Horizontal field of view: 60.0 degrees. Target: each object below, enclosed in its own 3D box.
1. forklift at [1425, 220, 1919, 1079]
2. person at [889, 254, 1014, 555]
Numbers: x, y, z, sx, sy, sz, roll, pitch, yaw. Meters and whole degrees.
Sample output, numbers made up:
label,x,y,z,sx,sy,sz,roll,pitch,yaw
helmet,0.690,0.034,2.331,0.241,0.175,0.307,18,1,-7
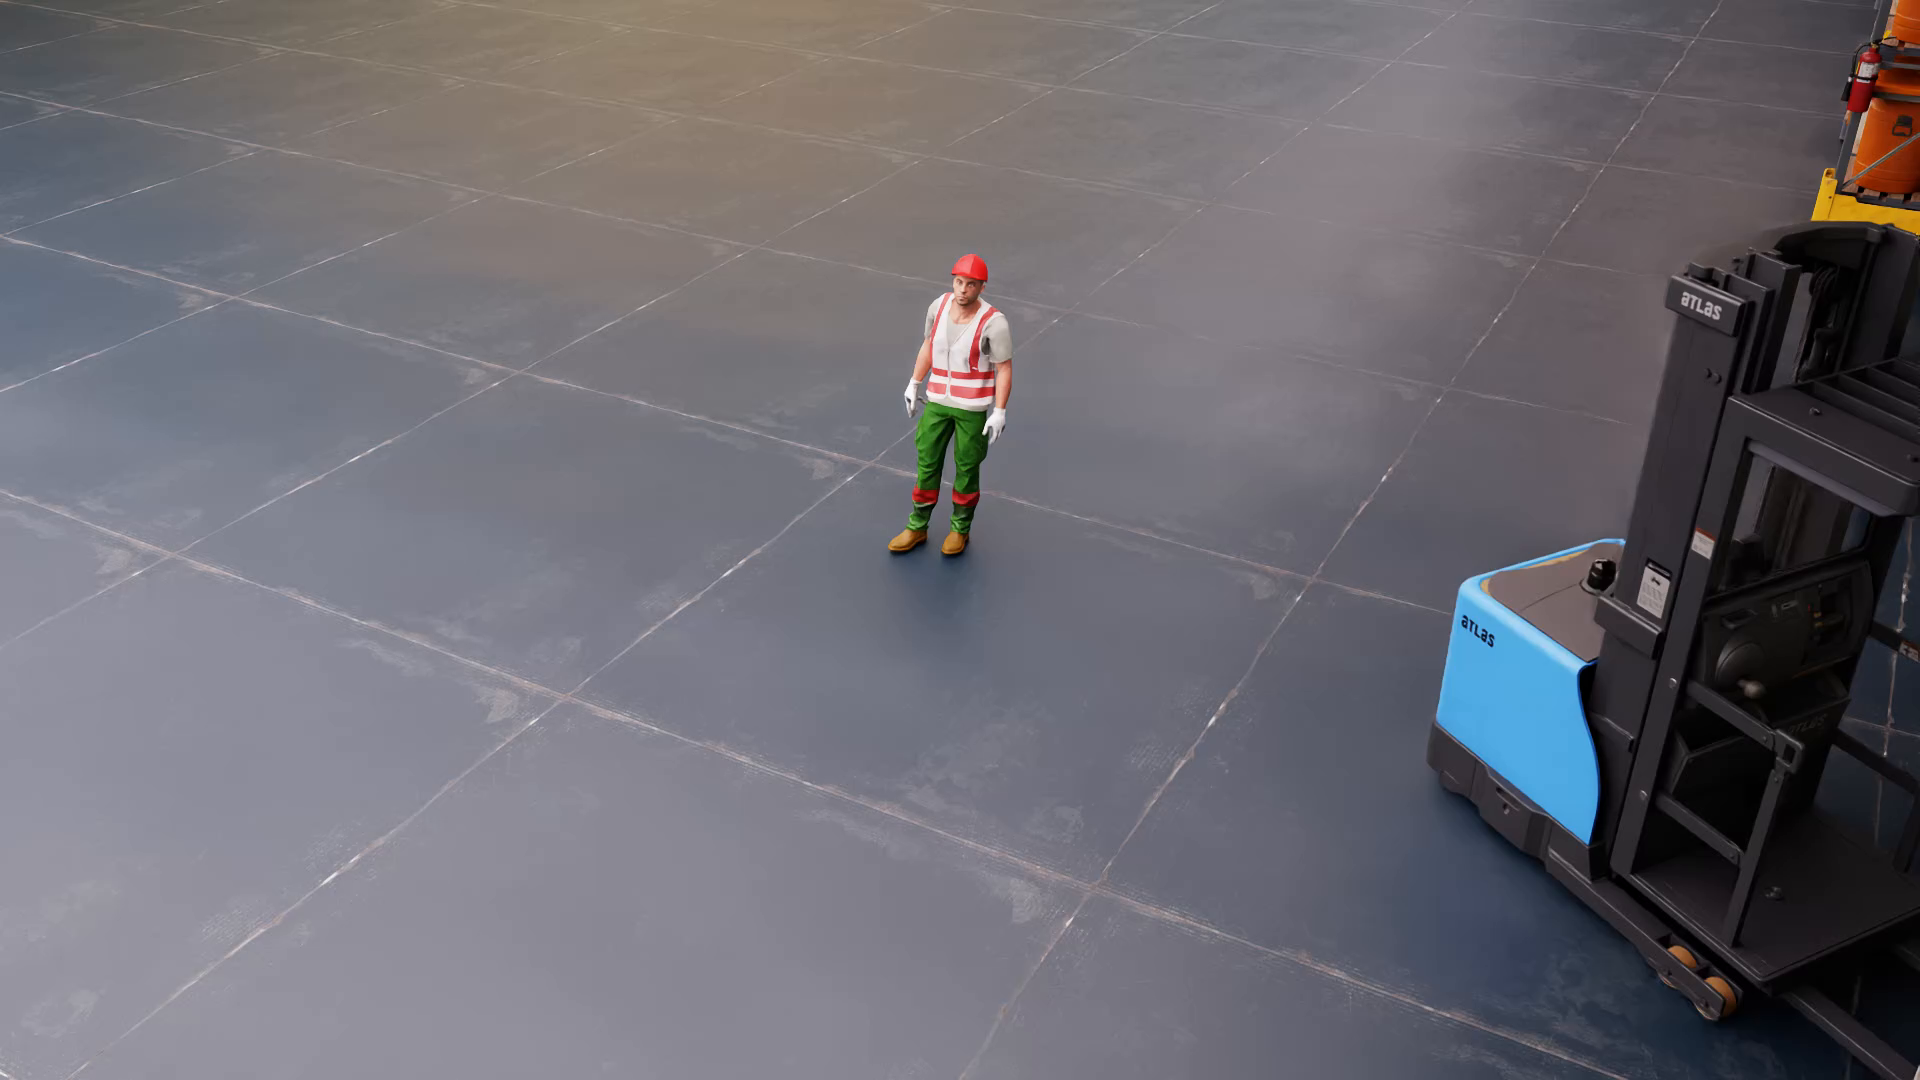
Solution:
label,x,y,z,sx,sy,sz,roll,pitch,yaw
forklift,3.346,0.399,6.379,1.130,2.935,3.031,-14,33,-22
person,-0.049,-0.749,9.497,0.637,1.787,0.564,15,33,25
